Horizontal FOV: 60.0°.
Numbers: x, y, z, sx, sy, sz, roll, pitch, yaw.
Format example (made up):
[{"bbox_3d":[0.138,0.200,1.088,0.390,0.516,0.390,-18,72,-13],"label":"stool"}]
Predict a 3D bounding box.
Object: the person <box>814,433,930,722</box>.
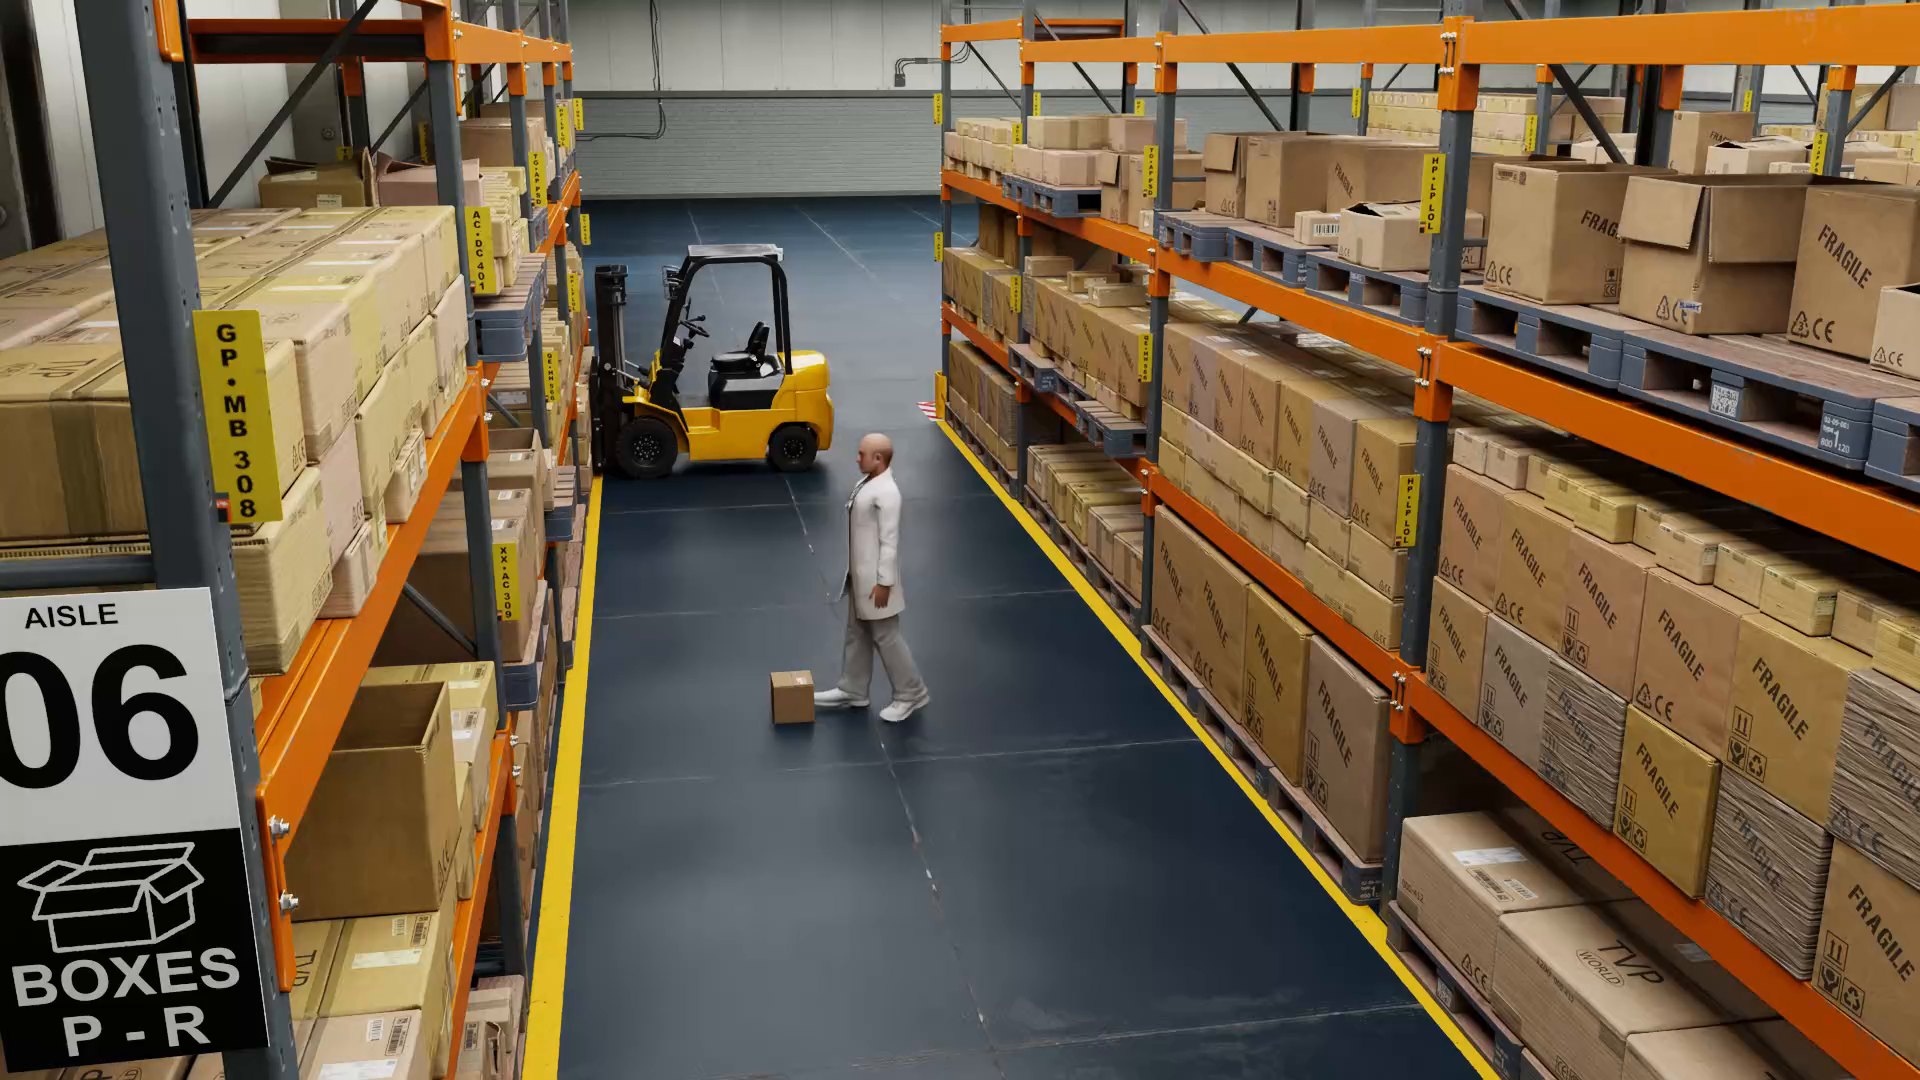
[{"bbox_3d":[-0.565,0.221,10.285,0.739,1.796,0.604,-3,16,-10],"label":"person"}]
